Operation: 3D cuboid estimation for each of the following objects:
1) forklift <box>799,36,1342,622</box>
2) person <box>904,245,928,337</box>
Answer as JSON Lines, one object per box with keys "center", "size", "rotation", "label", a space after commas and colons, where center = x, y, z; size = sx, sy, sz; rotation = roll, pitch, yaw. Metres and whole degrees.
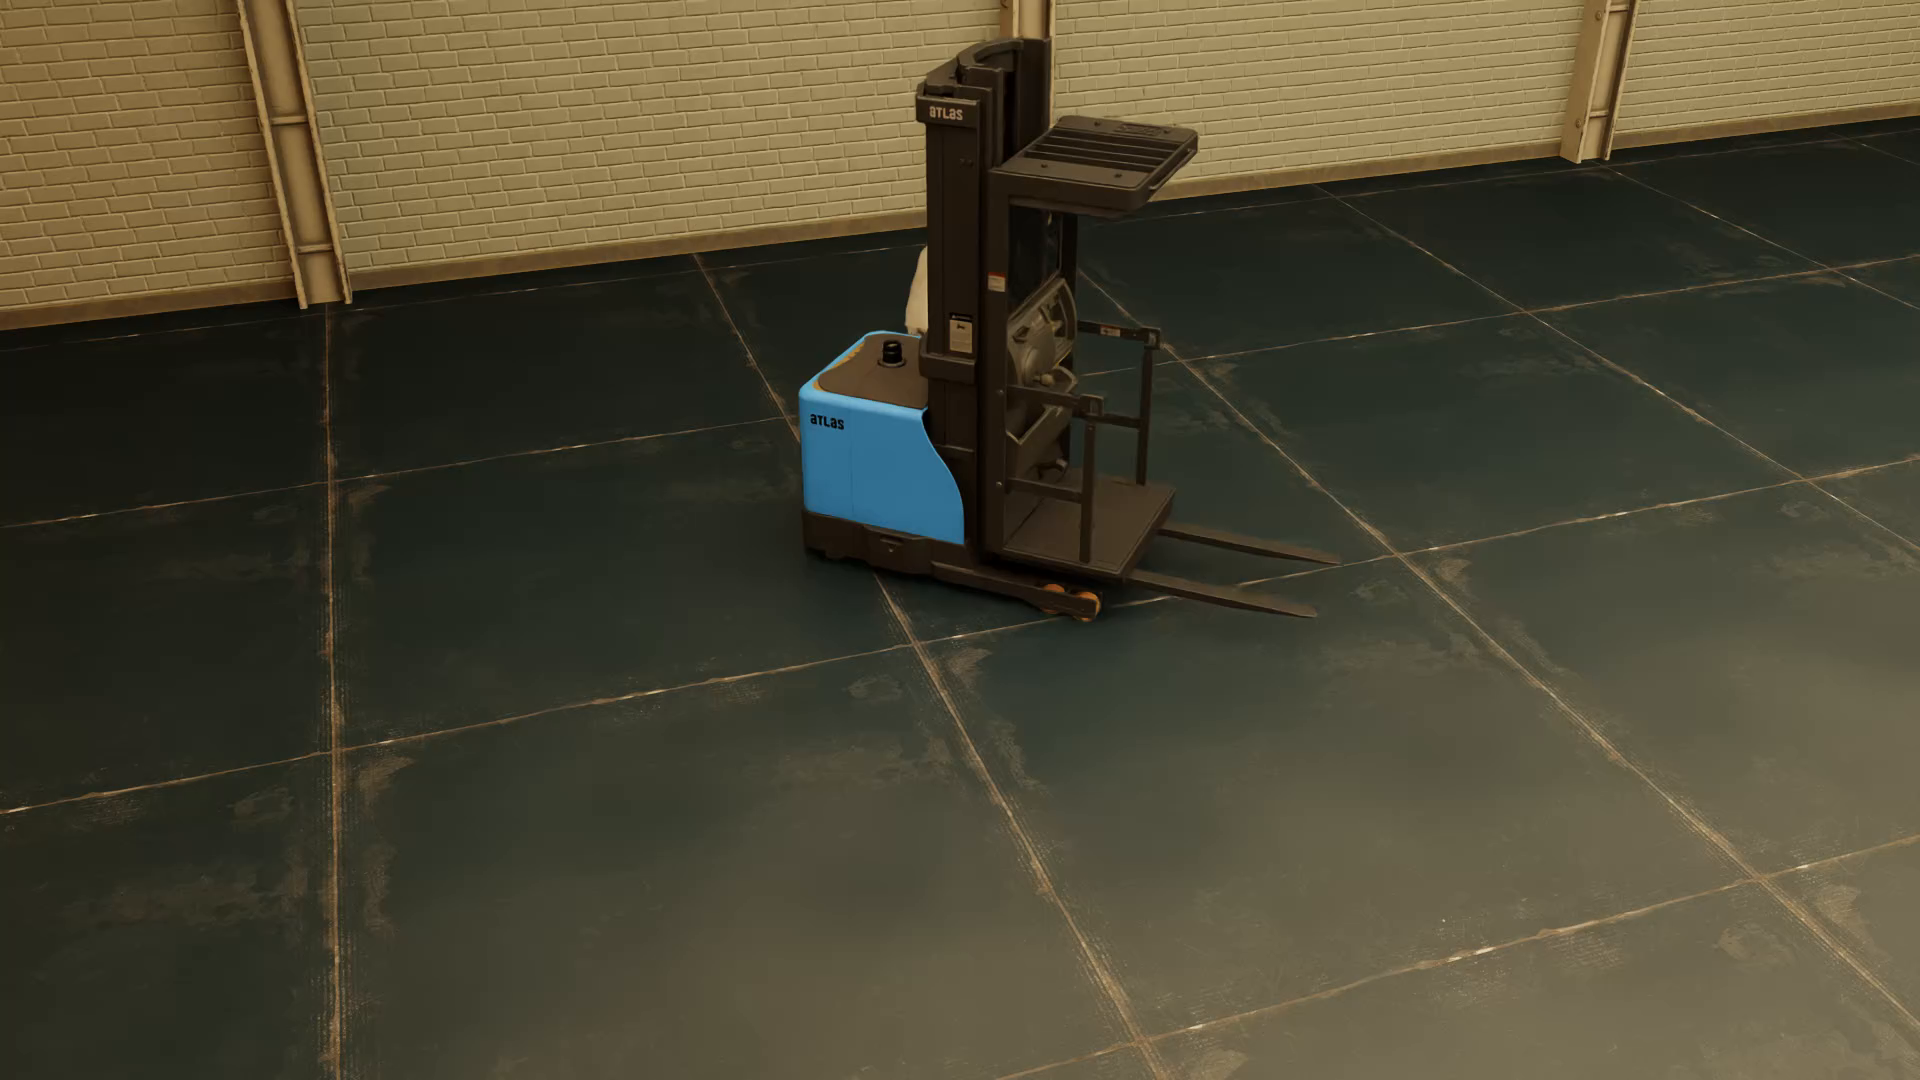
{"center": [0.637, -1.118, 9.031], "size": [3.031, 2.935, 1.130], "rotation": [12, 32, 20], "label": "forklift"}
{"center": [0.076, -1.517, 11.257], "size": [0.767, 1.436, 1.072], "rotation": [24, 38, 35], "label": "person"}
